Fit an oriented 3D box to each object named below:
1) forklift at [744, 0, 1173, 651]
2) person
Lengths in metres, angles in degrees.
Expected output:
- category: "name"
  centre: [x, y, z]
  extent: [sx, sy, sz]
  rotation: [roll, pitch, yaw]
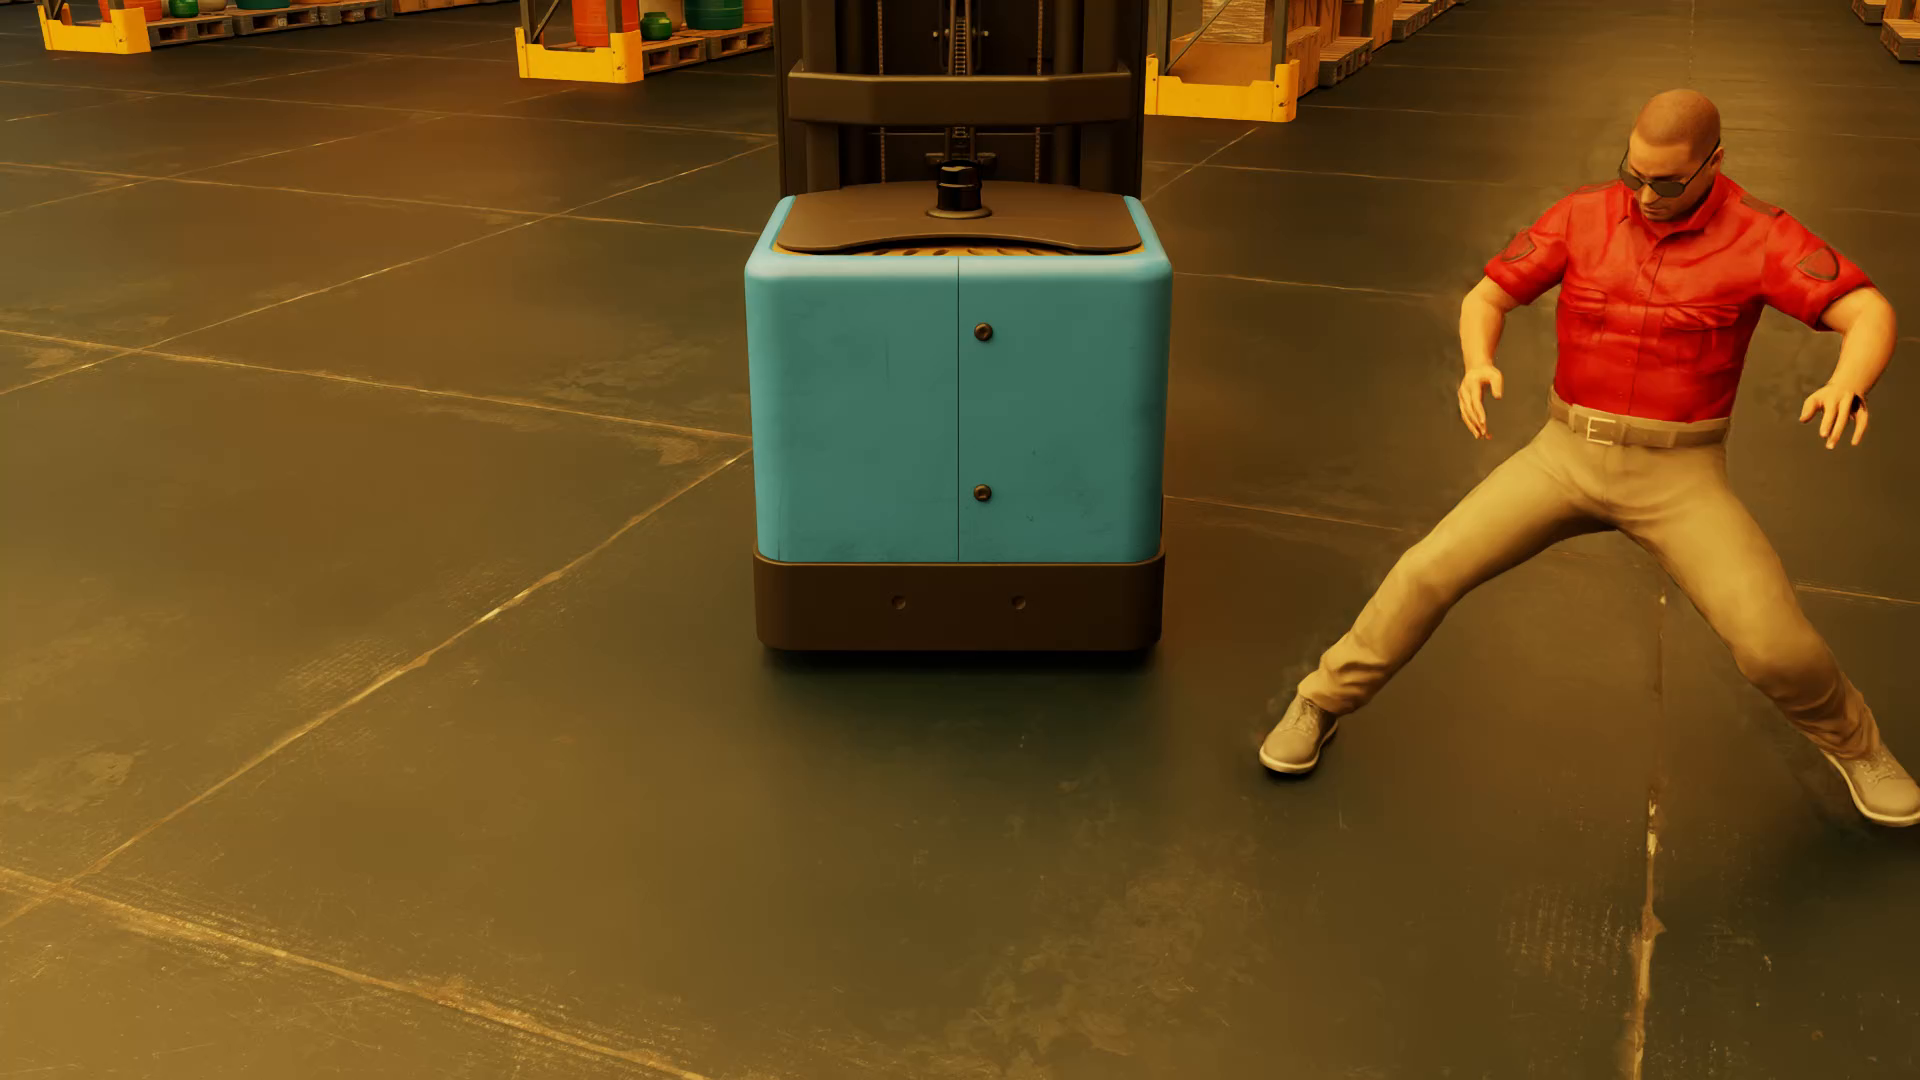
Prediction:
- category: "forklift"
  centre: [0.002, -1.587, 5.089]
  extent: [1.130, 2.935, 3.031]
  rotation: [0, 23, 0]
- category: "person"
  centre: [1.408, -0.148, 3.462]
  extent: [1.287, 1.517, 0.852]
  rotation: [17, 28, 35]
